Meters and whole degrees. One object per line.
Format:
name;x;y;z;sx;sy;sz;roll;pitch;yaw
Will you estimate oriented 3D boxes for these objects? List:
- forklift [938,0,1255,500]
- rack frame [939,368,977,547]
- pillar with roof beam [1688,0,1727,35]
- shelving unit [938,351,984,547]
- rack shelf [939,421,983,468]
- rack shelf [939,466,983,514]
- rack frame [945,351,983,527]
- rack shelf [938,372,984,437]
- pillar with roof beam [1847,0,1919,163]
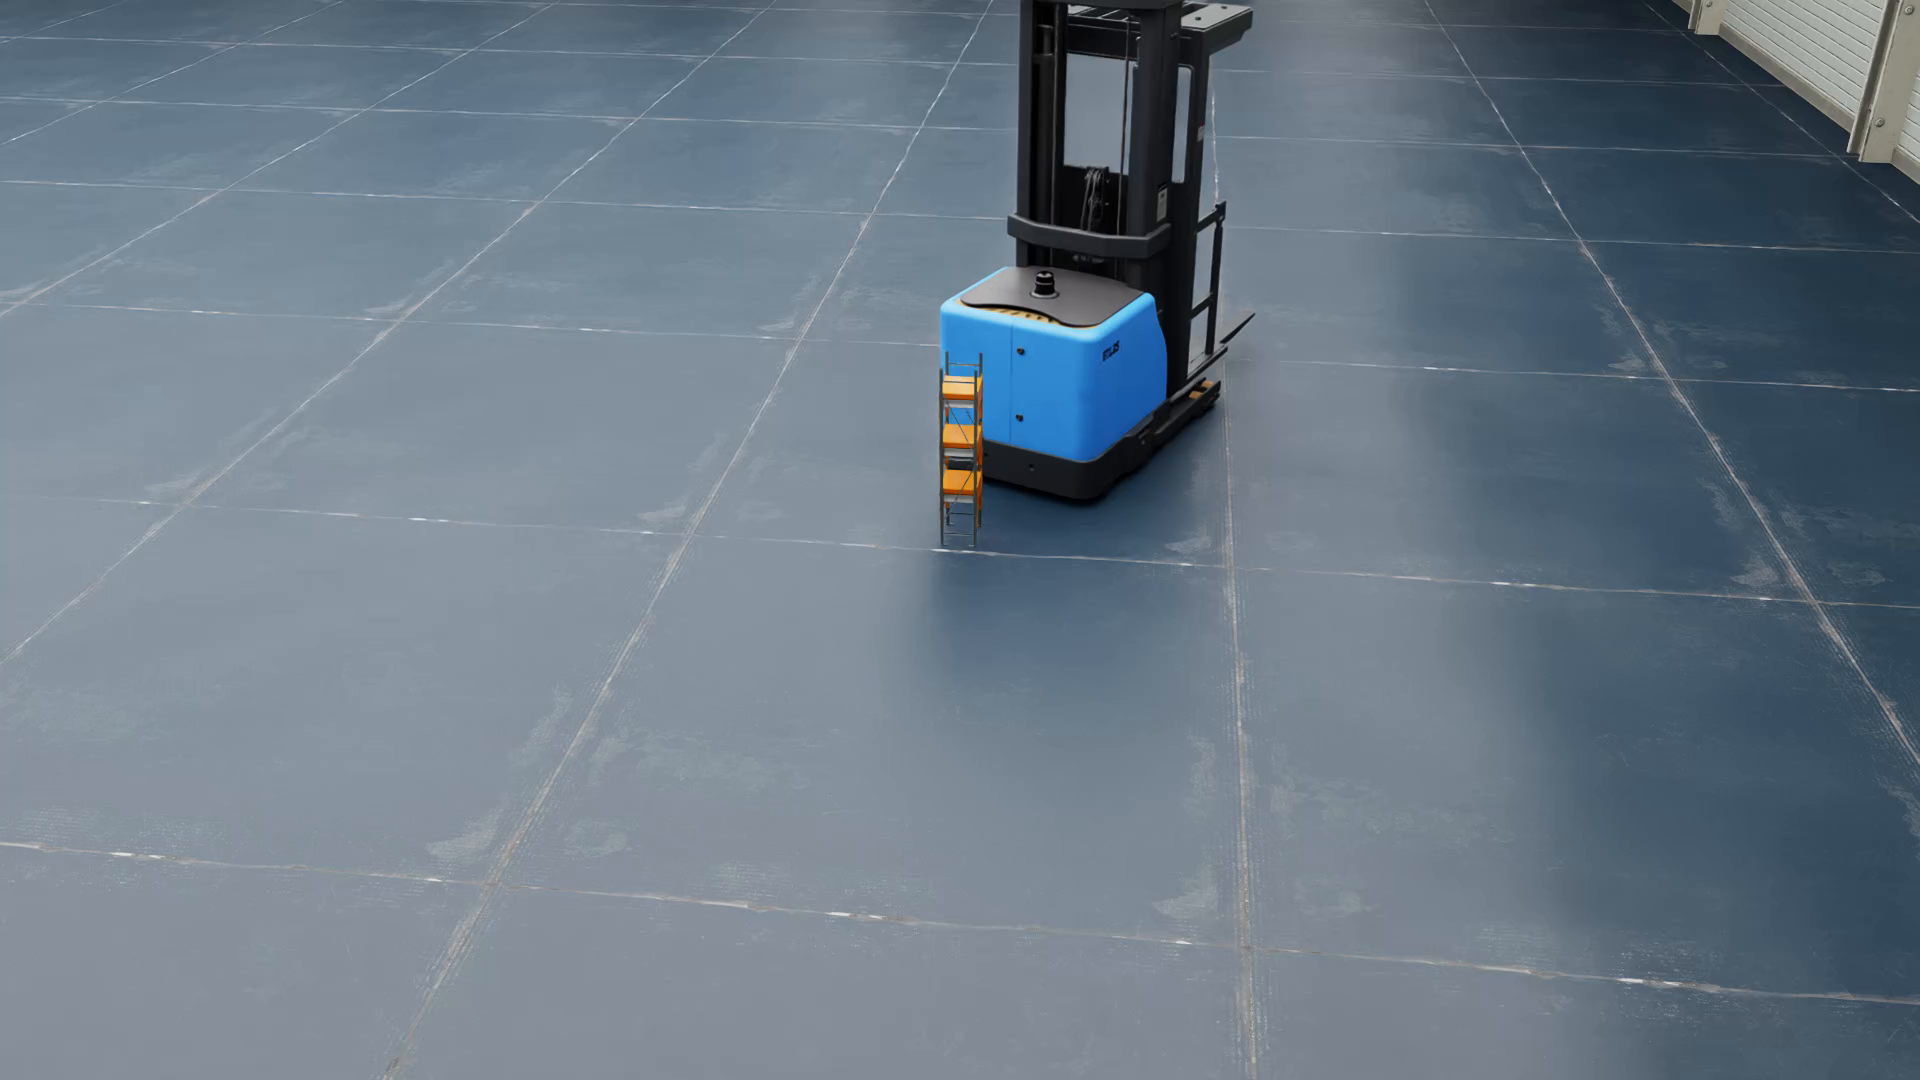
forklift;1.047;-2.184;10.213;1.130;2.935;3.031;15;32;26
rack frame;-0.008;-0.430;8.941;0.200;1.050;0.008;3;28;6
pillar with roof beam;5.305;-10.758;19.732;9.100;9.000;0.400;3;28;6
shelving unit;0.007;-0.487;9.048;0.215;1.050;0.252;3;28;6
rack shelf;0.007;-0.478;9.053;0.215;0.259;0.240;3;28;6
rack shelf;0.007;-0.233;9.185;0.215;0.259;0.240;3;28;6
rack frame;0.022;-0.545;9.154;0.200;1.050;0.008;3;28;6
rack shelf;0.007;-0.728;8.918;0.215;0.259;0.240;3;28;6
pillar with roof beam;4.570;-7.934;14.489;9.100;9.000;0.400;3;28;6
